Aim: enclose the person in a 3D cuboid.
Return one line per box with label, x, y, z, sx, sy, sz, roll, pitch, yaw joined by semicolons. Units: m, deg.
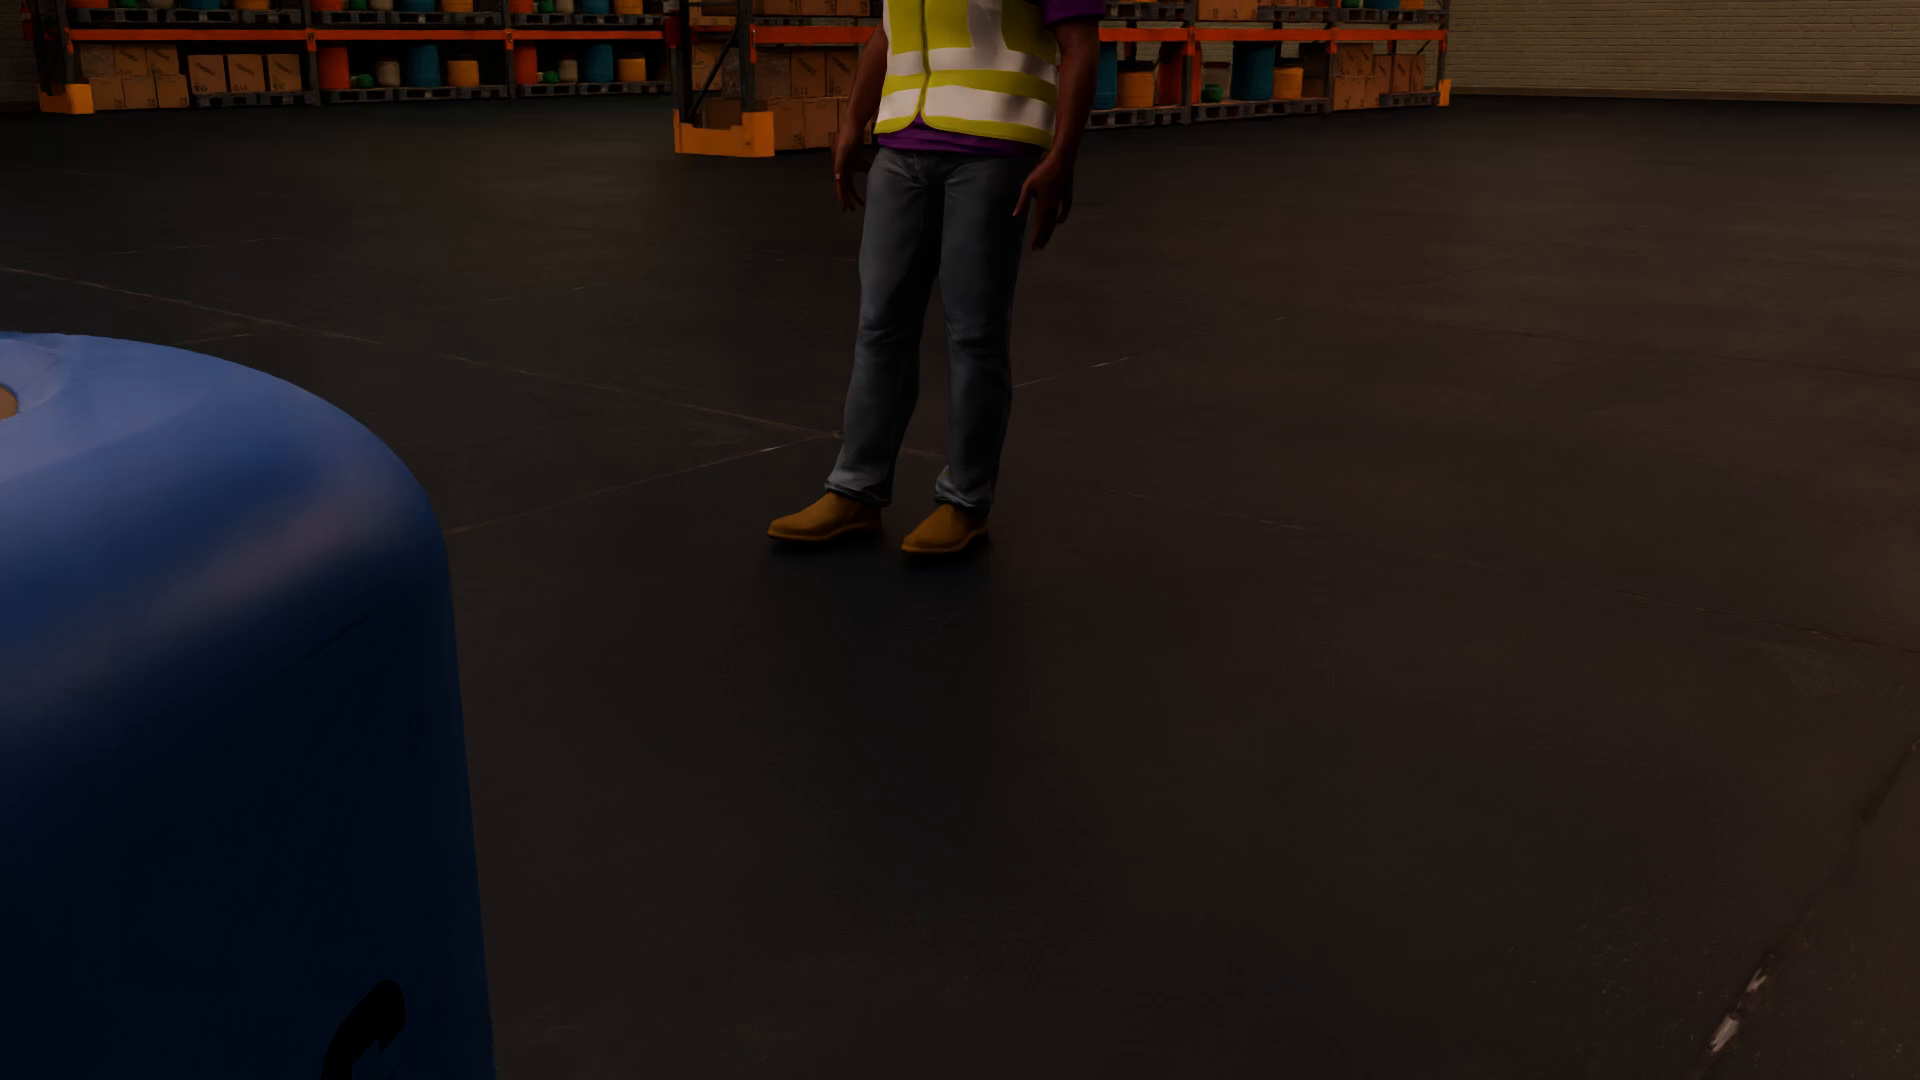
person;-0.049;-0.838;3.635;0.665;1.768;0.575;13;21;37
